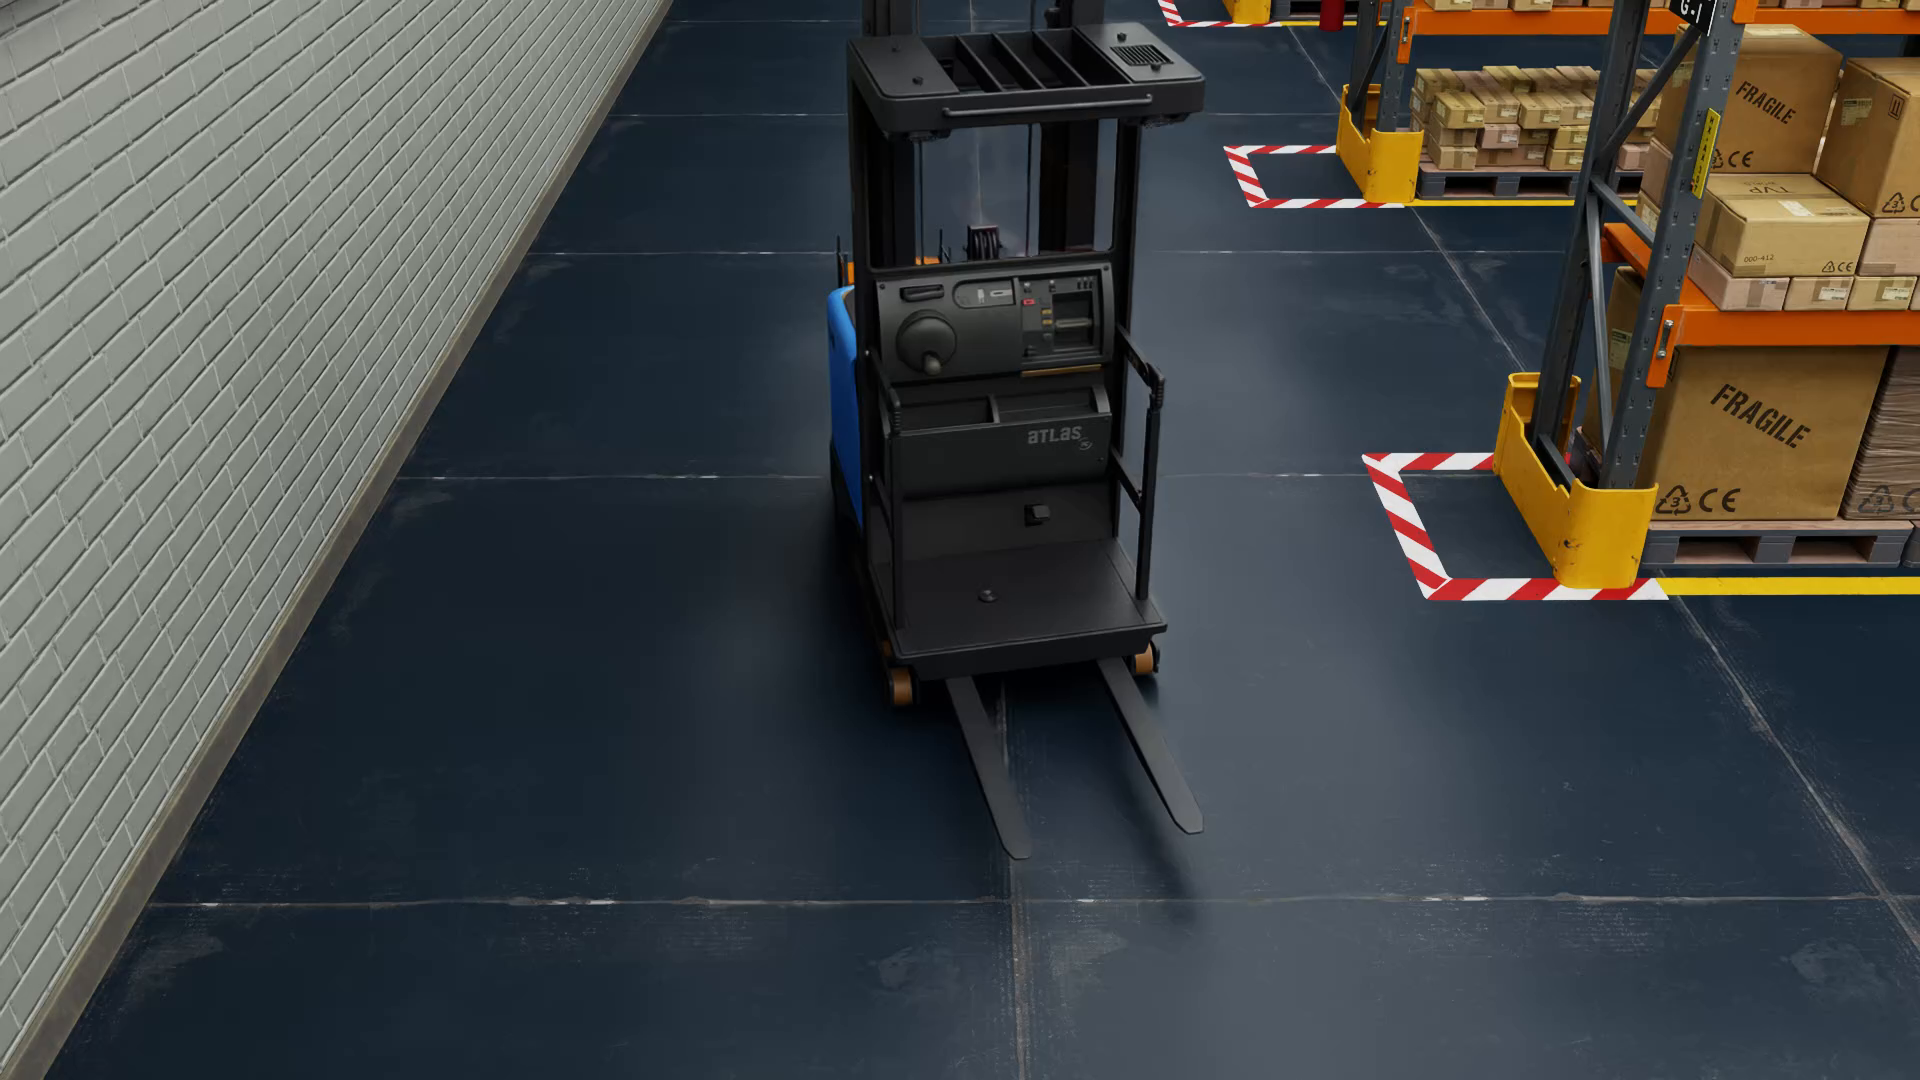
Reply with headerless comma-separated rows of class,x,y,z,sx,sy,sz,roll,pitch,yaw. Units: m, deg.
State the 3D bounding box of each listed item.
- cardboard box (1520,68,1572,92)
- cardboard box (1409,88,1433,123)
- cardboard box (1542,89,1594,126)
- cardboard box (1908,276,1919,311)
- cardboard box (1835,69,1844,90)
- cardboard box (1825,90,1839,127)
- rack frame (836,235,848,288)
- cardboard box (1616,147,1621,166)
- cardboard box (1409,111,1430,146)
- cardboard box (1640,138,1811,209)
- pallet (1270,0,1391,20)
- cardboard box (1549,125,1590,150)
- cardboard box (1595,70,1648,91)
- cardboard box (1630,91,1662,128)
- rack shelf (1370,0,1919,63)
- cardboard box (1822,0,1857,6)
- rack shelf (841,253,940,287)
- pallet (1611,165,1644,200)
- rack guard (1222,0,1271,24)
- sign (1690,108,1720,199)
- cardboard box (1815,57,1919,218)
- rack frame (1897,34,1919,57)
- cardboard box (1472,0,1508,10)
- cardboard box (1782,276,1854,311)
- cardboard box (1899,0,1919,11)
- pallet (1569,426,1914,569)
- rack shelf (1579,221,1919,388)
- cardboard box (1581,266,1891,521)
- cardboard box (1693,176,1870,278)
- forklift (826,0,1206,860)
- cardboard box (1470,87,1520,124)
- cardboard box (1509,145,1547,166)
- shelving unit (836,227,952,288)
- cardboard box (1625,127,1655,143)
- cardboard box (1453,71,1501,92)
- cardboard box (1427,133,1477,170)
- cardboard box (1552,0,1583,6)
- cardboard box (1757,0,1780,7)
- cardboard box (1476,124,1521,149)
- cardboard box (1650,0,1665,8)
cardboard box,4.235,-3.296,12.060,0.250,0.149,0.380,-1,31,-2
cardboard box,3.464,-3.180,12.156,0.250,0.149,0.380,-1,31,-2
cardboard box,4.239,-3.024,11.612,0.250,0.149,0.380,-2,31,-3
cardboard box,3.997,-1.095,6.906,0.250,0.149,0.380,-1,31,-1
cardboard box,6.316,-3.306,12.077,0.250,0.149,0.380,1,31,2
cardboard box,6.079,-3.008,11.585,0.250,0.149,0.380,0,31,-1
rack frame,-0.547,-0.855,8.002,0.015,1.200,0.240,-7,32,-11
cardboard box,4.484,-2.780,11.784,0.250,0.149,0.380,0,31,0
cardboard box,3.463,-3.013,12.167,0.250,0.149,0.380,0,31,1
cardboard box,3.350,-1.571,7.306,0.500,0.250,0.500,-1,31,-1
pallet,3.606,-5.360,16.381,1.213,0.211,1.003,0,31,0
cardboard box,4.239,-2.861,11.631,0.250,0.149,0.380,1,31,1
cardboard box,4.767,-3.269,12.016,0.250,0.149,0.380,-1,31,-2
cardboard box,4.780,-2.997,11.568,0.250,0.149,0.380,0,31,0
rack shelf,4.938,-3.641,11.552,4.000,0.370,1.077,0,31,0
cardboard box,5.871,-3.732,11.252,0.250,0.149,0.380,-1,31,-2
rack shelf,-0.309,-1.219,7.844,0.480,0.148,0.258,-7,32,-11
pallet,5.043,-2.737,12.057,1.213,0.211,1.003,0,31,0
rack guard,2.783,-5.441,16.235,0.348,0.500,1.175,0,31,0
sign,2.864,-1.485,6.395,0.005,0.325,0.100,0,31,0
cardboard box,3.848,-1.616,6.656,0.500,0.500,0.500,-1,31,-1
rack frame,6.938,-3.955,11.376,0.127,3.000,1.000,0,31,0
cardboard box,3.518,-3.688,11.179,0.250,0.149,0.380,1,31,1
cardboard box,3.480,-1.093,6.902,0.250,0.149,0.380,-1,31,-1
cardboard box,6.397,-3.668,11.145,0.250,0.149,0.380,-1,31,-2
pallet,3.666,-0.220,7.909,1.213,0.211,1.003,0,31,0
rack shelf,4.867,-1.068,7.312,4.000,0.370,1.077,0,31,0
cardboard box,3.506,-0.684,7.629,0.875,0.875,0.875,0,31,0
cardboard box,3.348,-1.293,6.848,0.500,0.250,0.500,-1,31,-2
forklift,0.189,-0.798,6.240,1.130,2.935,3.031,-6,32,-10
cardboard box,3.739,-3.046,11.648,0.250,0.149,0.380,0,31,1
cardboard box,3.973,-2.786,11.794,0.250,0.149,0.380,0,31,0
shelving unit,-0.309,-0.883,8.048,0.503,1.200,0.258,-7,32,-11
cardboard box,4.775,-2.934,11.750,0.250,0.149,0.380,1,31,2
cardboard box,3.717,-3.261,12.003,0.250,0.149,0.380,0,31,1
cardboard box,3.464,-2.738,11.715,0.250,0.149,0.380,0,31,1
cardboard box,4.046,-3.733,11.253,0.250,0.149,0.380,1,31,2
cardboard box,5.345,-3.720,11.232,0.250,0.149,0.380,-1,31,-1
cardboard box,3.738,-2.870,11.645,0.250,0.149,0.380,0,31,-1
cardboard box,4.564,-3.707,11.210,0.250,0.149,0.380,-1,31,-1
